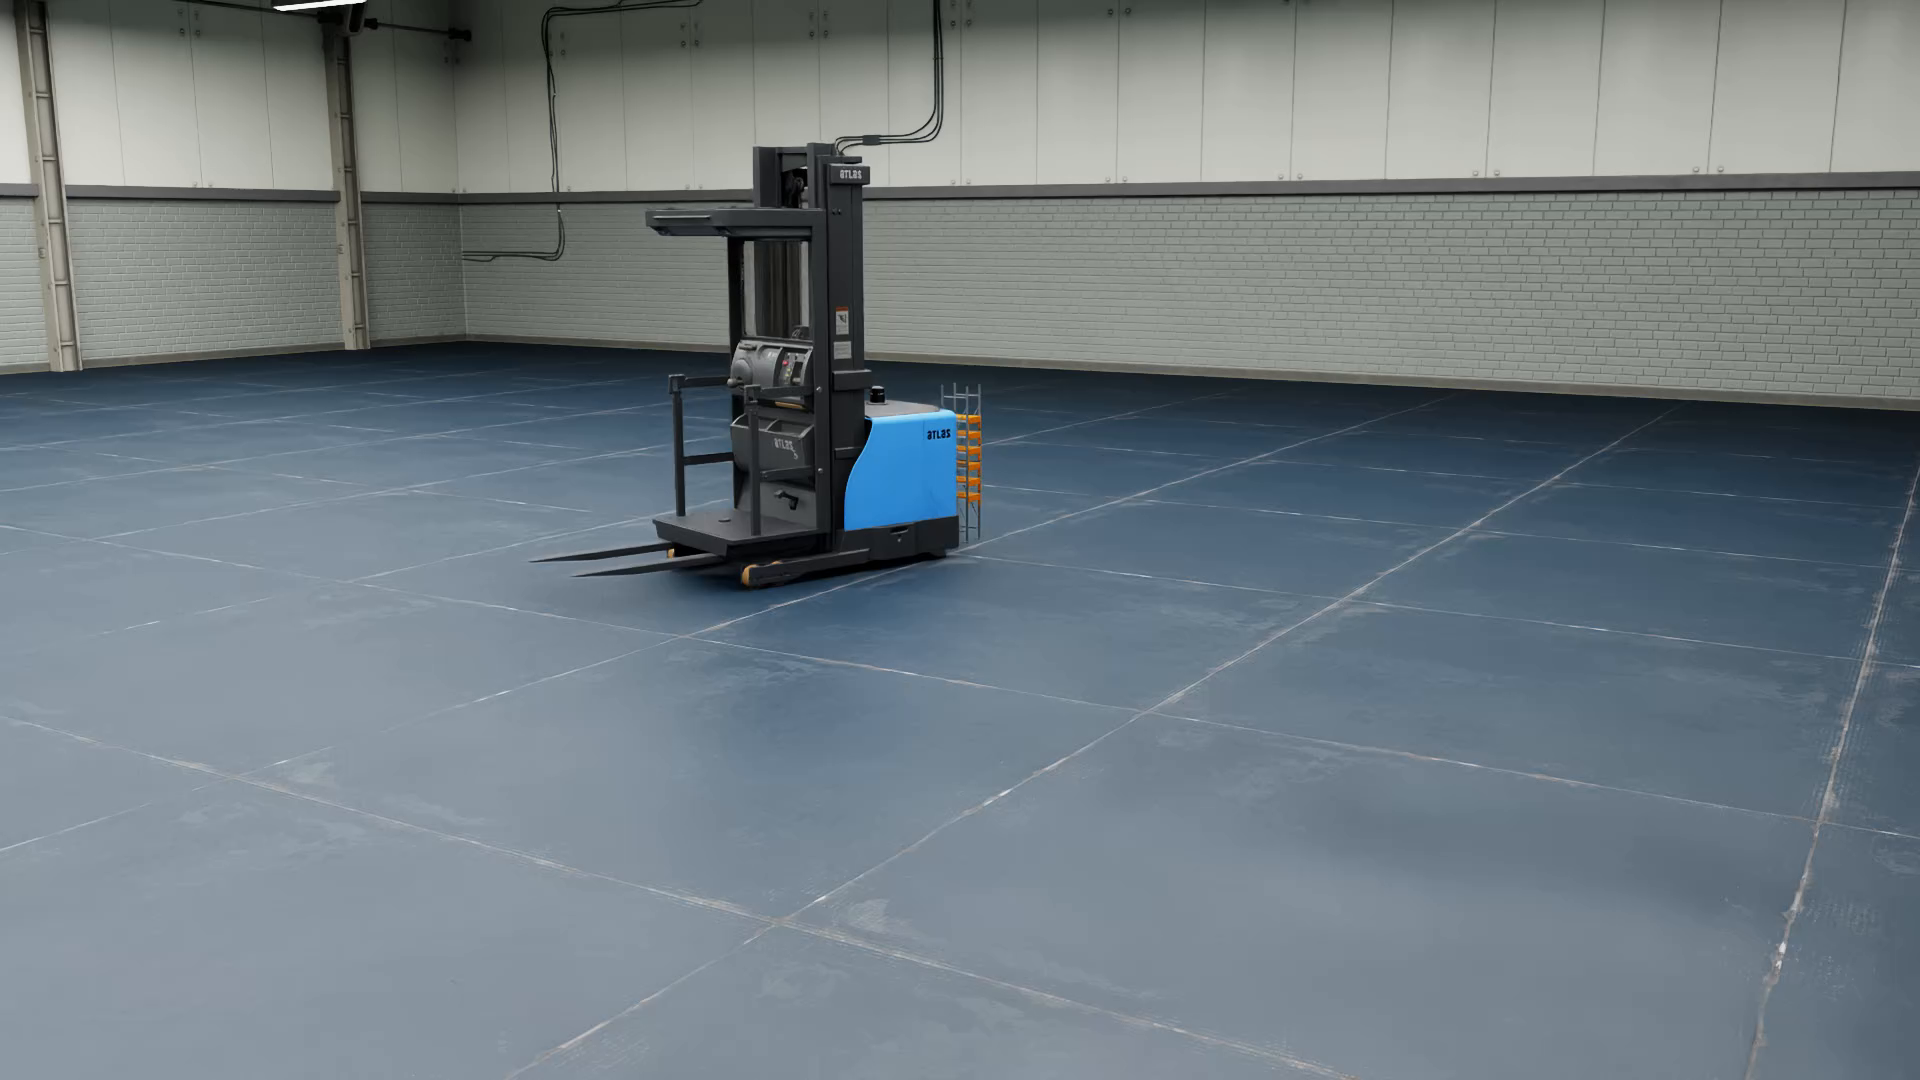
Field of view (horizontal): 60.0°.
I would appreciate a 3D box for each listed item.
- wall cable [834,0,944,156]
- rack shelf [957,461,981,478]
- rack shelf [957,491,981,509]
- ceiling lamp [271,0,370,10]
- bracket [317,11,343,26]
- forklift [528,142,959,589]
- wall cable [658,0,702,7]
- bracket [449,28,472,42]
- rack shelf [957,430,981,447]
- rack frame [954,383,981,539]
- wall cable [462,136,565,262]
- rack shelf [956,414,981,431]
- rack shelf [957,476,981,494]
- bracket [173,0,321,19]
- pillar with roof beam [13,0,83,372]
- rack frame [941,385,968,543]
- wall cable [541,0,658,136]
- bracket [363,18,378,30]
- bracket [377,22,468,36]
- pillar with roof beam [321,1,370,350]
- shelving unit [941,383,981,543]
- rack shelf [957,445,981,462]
[{"bbox_3d":[-1.302,-9.346,29.097,2.305,6.003,0.169,6,12,31],"label":"wall cable"},{"bbox_3d":[0.008,-0.548,12.779,0.258,0.103,0.180,6,12,31],"label":"rack shelf"},{"bbox_3d":[0.008,-0.312,12.823,0.258,0.103,0.180,6,12,31],"label":"rack shelf"},{"bbox_3d":[-10.014,-10.055,26.261,2.000,3.185,0.800,6,12,31],"label":"ceiling lamp"},{"bbox_3d":[-11.979,-9.917,31.607,0.235,0.232,0.430,6,12,31],"label":"bracket"},{"bbox_3d":[-1.468,-1.220,11.418,3.031,2.935,1.130,-9,14,-39],"label":"forklift"},{"bbox_3d":[-4.450,-11.222,30.710,3.097,2.526,0.112,6,12,31],"label":"wall cable"},{"bbox_3d":[-10.318,-10.421,34.295,0.235,0.232,0.430,6,12,31],"label":"bracket"},{"bbox_3d":[0.008,-0.784,12.734,0.258,0.103,0.180,6,12,31],"label":"rack shelf"},{"bbox_3d":[0.055,-0.606,12.847,0.240,1.200,0.006,6,12,31],"label":"rack frame"},{"bbox_3d":[-9.408,-7.058,34.553,3.097,2.526,0.112,6,12,31],"label":"wall cable"},{"bbox_3d":[0.008,-0.902,12.712,0.258,0.103,0.180,6,12,31],"label":"rack shelf"},{"bbox_3d":[0.008,-0.430,12.801,0.258,0.103,0.180,6,12,31],"label":"rack shelf"},{"bbox_3d":[-13.317,-9.512,29.442,0.076,0.066,4.783,6,12,31],"label":"bracket"},{"bbox_3d":[-11.503,-6.892,25.230,9.100,9.000,0.548,6,12,31],"label":"pillar with roof beam"},{"bbox_3d":[-0.040,-0.578,12.694,0.240,1.200,0.006,6,12,31],"label":"rack frame"},{"bbox_3d":[-7.095,-9.282,32.708,3.097,2.526,0.112,6,12,31],"label":"wall cable"},{"bbox_3d":[-11.548,-10.048,32.304,0.235,0.232,0.430,6,12,31],"label":"bracket"},{"bbox_3d":[-10.625,-10.328,33.799,0.076,0.066,3.189,6,12,31],"label":"bracket"},{"bbox_3d":[-8.388,-7.836,30.271,9.100,9.000,0.548,6,12,31],"label":"pillar with roof beam"},{"bbox_3d":[0.008,-0.592,12.770,0.258,1.200,0.189,6,12,31],"label":"shelving unit"},{"bbox_3d":[0.008,-0.666,12.757,0.258,0.103,0.180,6,12,31],"label":"rack shelf"}]
